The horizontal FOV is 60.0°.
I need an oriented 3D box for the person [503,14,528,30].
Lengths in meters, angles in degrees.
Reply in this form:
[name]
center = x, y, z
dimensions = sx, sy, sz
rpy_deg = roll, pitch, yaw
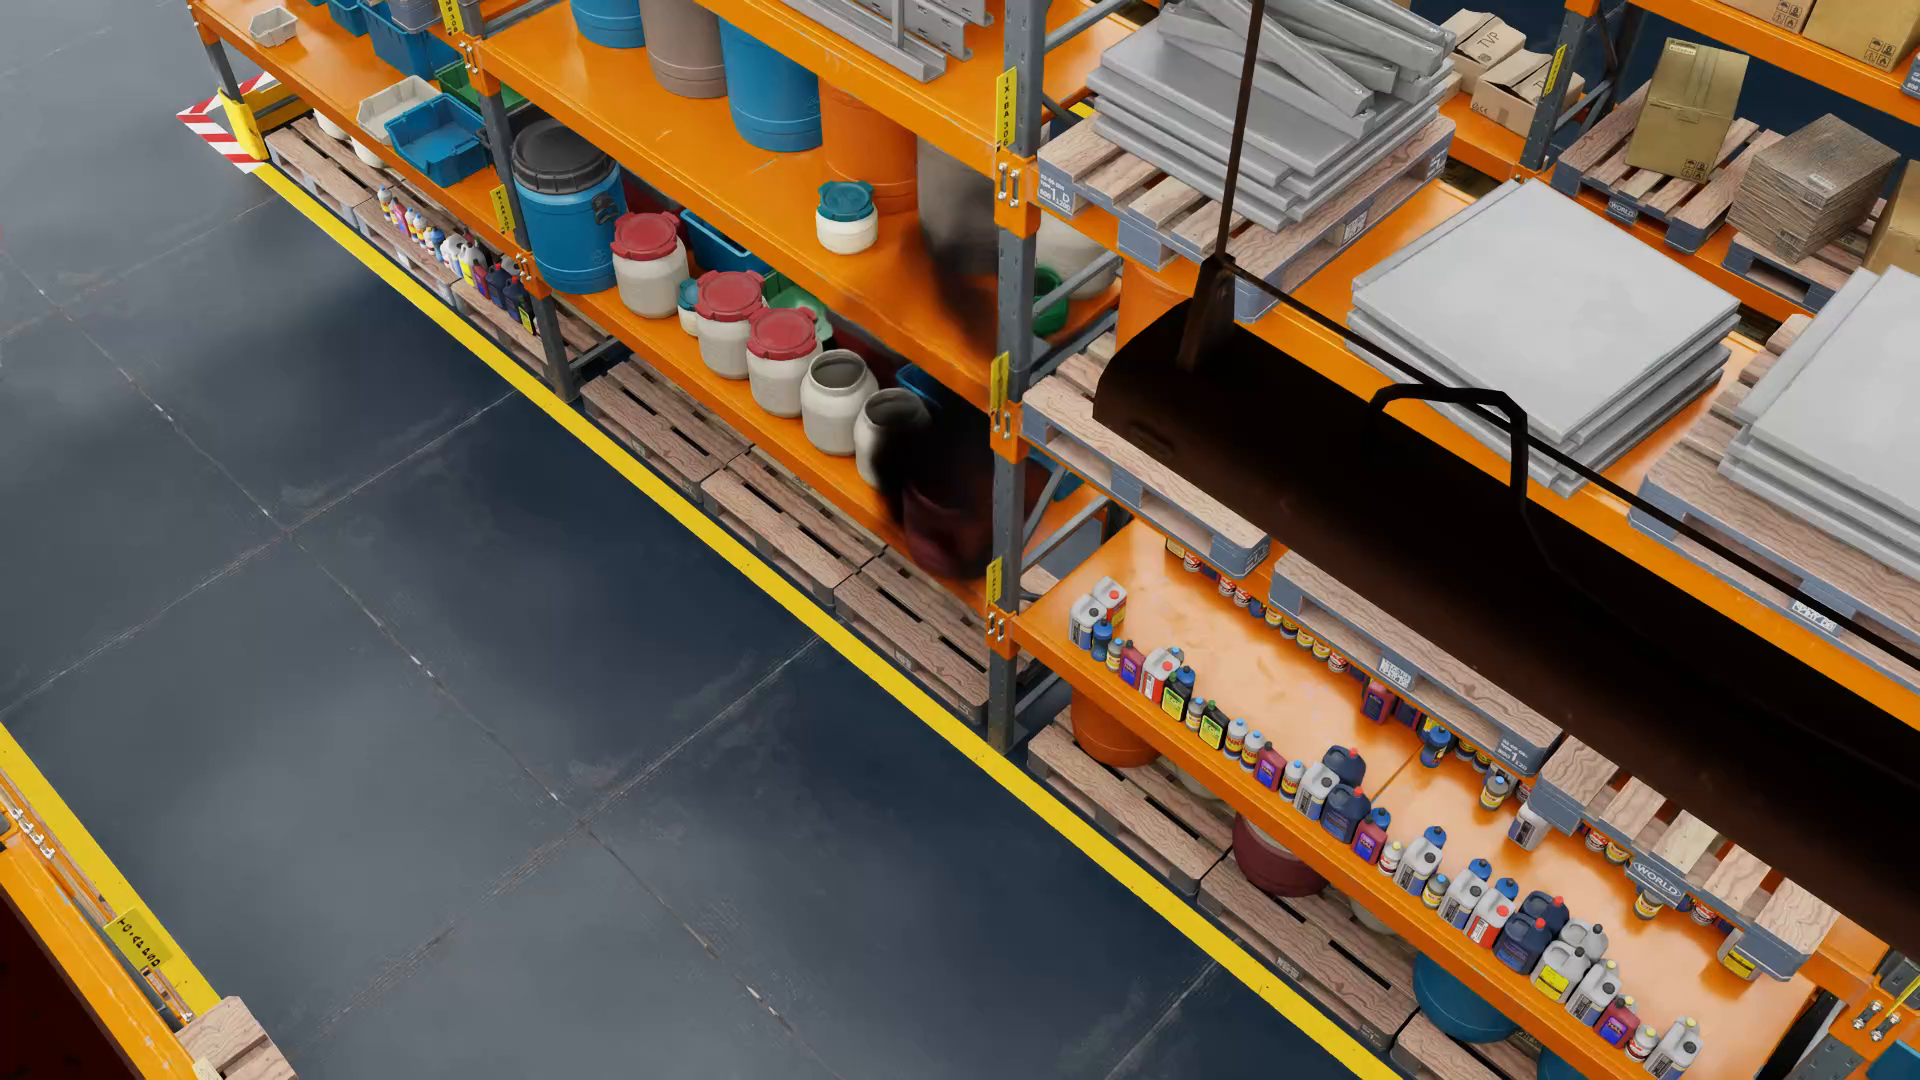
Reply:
[person]
center = -3.410, -4.111, 12.755
dimensions = 0.723, 1.729, 0.545
rpy_deg = 35, 58, 25
